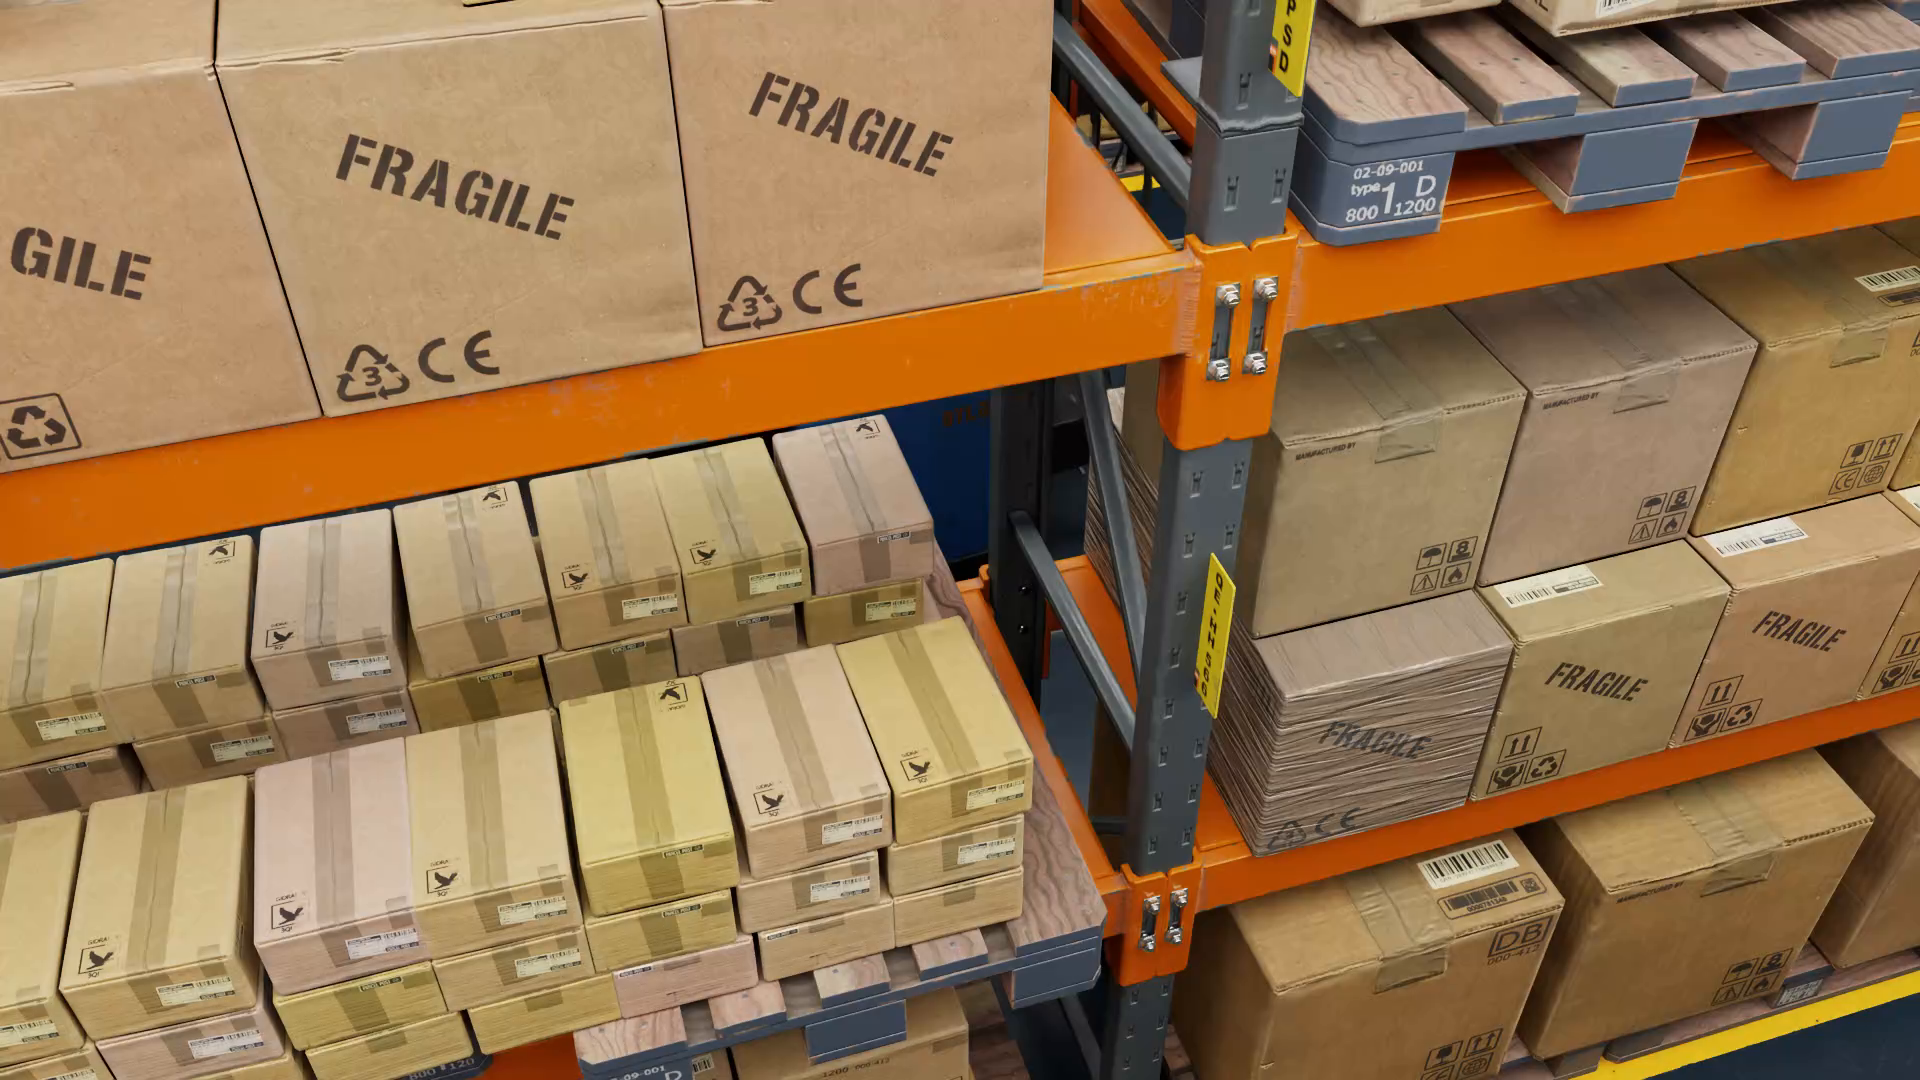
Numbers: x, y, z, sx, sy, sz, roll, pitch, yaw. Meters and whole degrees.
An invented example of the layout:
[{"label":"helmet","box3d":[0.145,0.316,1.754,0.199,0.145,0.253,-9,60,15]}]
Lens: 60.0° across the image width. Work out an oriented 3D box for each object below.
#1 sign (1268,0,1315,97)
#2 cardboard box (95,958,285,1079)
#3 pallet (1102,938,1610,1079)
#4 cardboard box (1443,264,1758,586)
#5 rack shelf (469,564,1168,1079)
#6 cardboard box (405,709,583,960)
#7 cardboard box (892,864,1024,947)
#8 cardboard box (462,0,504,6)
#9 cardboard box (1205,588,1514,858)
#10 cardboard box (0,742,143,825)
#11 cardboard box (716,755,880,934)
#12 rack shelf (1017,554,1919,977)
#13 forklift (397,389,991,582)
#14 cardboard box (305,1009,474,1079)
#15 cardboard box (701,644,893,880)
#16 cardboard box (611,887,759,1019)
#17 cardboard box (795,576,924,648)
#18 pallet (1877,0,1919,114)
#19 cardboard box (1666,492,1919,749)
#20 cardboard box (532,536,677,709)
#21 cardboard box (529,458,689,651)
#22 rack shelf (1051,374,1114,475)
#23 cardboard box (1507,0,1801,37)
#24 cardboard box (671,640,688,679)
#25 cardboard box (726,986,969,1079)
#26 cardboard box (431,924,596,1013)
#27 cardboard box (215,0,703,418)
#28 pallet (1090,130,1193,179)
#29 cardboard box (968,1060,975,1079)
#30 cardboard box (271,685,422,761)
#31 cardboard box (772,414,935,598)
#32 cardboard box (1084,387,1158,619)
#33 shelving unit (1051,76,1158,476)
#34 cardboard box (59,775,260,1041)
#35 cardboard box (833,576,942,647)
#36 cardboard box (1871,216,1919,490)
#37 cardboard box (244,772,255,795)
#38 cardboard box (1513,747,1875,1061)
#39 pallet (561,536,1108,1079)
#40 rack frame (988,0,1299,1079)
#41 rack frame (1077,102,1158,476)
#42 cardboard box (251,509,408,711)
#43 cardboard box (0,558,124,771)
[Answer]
[{"label":"sign","box3d":[0.438,-0.744,2.148,0.005,0.325,0.100,-12,42,-13]},{"label":"cardboard box","box3d":[-1.287,0.704,2.810,0.250,0.149,0.380,-11,42,-12]},{"label":"pallet","box3d":[1.052,1.181,4.737,1.213,0.211,1.003,-12,42,-13]},{"label":"cardboard box","box3d":[1.190,-0.358,3.544,0.500,0.500,0.700,-12,43,-14]},{"label":"rack shelf","box3d":[-1.630,0.906,3.480,4.000,0.370,1.077,-12,42,-13]},{"label":"cardboard box","box3d":[-0.796,0.492,2.827,0.250,0.149,0.380,-11,42,-12]},{"label":"cardboard box","box3d":[-0.055,0.562,3.198,0.250,0.149,0.380,-11,42,-12]},{"label":"cardboard box","box3d":[-0.515,-0.862,2.019,0.258,0.266,0.396,-12,42,-13]},{"label":"cardboard box","box3d":[0.786,0.283,3.570,0.500,0.500,0.500,-11,42,-13]},{"label":"cardboard box","box3d":[-1.728,0.345,3.221,0.250,0.149,0.380,-10,42,-12]},{"label":"cardboard box","box3d":[-0.311,0.501,3.042,0.250,0.149,0.380,-10,42,-11]},{"label":"rack shelf","box3d":[2.185,0.115,4.385,4.000,0.370,1.077,-12,42,-13]},{"label":"forklift","box3d":[-1.341,-0.788,4.924,3.031,2.935,1.130,-16,44,-18]},{"label":"cardboard box","box3d":[-1.033,0.762,2.969,0.250,0.149,0.380,-13,43,-15]},{"label":"cardboard box","box3d":[-0.293,0.385,2.949,0.250,0.149,0.380,-12,43,-14]},{"label":"cardboard box","box3d":[-0.538,0.661,3.085,0.250,0.149,0.380,-11,42,-12]},{"label":"cardboard box","box3d":[-0.244,0.034,3.577,0.250,0.149,0.380,-10,42,-11]},{"label":"pallet","box3d":[1.941,-1.202,3.210,1.213,0.211,1.003,-10,42,-11]},{"label":"cardboard box","box3d":[1.752,0.081,3.801,0.500,0.500,0.500,-12,42,-13]},{"label":"cardboard box","box3d":[-0.756,0.143,3.452,0.250,0.149,0.380,-13,43,-14]},{"label":"cardboard box","box3d":[-0.713,0.022,3.364,0.250,0.149,0.380,-12,43,-13]},{"label":"rack shelf","box3d":[0.312,-0.374,6.167,0.480,0.518,0.431,-16,44,-18]},{"label":"cardboard box","box3d":[1.034,-1.057,2.573,0.500,0.311,0.500,-12,42,-13]},{"label":"cardboard box","box3d":[-0.723,0.245,3.562,0.250,0.149,0.380,-10,42,-11]},{"label":"cardboard box","box3d":[-0.296,1.040,3.790,0.500,0.250,0.500,-13,43,-14]},{"label":"cardboard box","box3d":[-0.800,0.604,2.924,0.250,0.149,0.380,-12,42,-13]},{"label":"cardboard box","box3d":[-0.664,-0.548,2.242,0.500,0.500,0.500,-12,42,-13]},{"label":"pallet","box3d":[0.601,-2.189,8.595,1.213,0.211,1.003,-12,42,-13]},{"label":"cardboard box","box3d":[-0.272,1.317,4.043,0.500,0.500,0.500,-12,43,-13]},{"label":"cardboard box","box3d":[-1.234,0.242,3.339,0.250,0.149,0.380,-12,42,-13]},{"label":"cardboard box","box3d":[-0.226,-0.077,3.478,0.250,0.149,0.380,-12,42,-13]},{"label":"cardboard box","box3d":[0.626,-0.055,3.958,0.500,0.500,0.500,-12,42,-13]},{"label":"shelving unit","box3d":[0.312,-0.911,5.697,0.503,2.100,0.431,-16,44,-18]},{"label":"cardboard box","box3d":[-1.287,0.591,2.713,0.250,0.149,0.380,-10,42,-11]},{"label":"cardboard box","box3d":[-0.210,0.138,3.684,0.250,0.149,0.380,-12,43,-14]},{"label":"cardboard box","box3d":[2.166,-0.562,3.777,0.500,0.500,0.700,-12,43,-13]},{"label":"cardboard box","box3d":[-1.474,0.401,3.383,0.250,0.149,0.380,-11,42,-12]},{"label":"cardboard box","box3d":[1.718,0.690,4.571,0.750,0.750,1.050,-11,42,-12]},{"label":"pallet","box3d":[-0.371,0.520,3.521,1.003,0.211,1.213,-12,42,-13]},{"label":"rack frame","box3d":[0.277,0.240,3.696,0.127,3.000,1.000,-12,42,-13]},{"label":"rack frame","box3d":[0.535,-0.976,5.771,0.015,2.100,0.400,-16,44,-18]},{"label":"cardboard box","box3d":[-1.223,0.129,3.242,0.250,0.149,0.380,-10,42,-11]},{"label":"cardboard box","box3d":[-1.714,0.230,3.127,0.250,0.149,0.380,-12,43,-14]}]
